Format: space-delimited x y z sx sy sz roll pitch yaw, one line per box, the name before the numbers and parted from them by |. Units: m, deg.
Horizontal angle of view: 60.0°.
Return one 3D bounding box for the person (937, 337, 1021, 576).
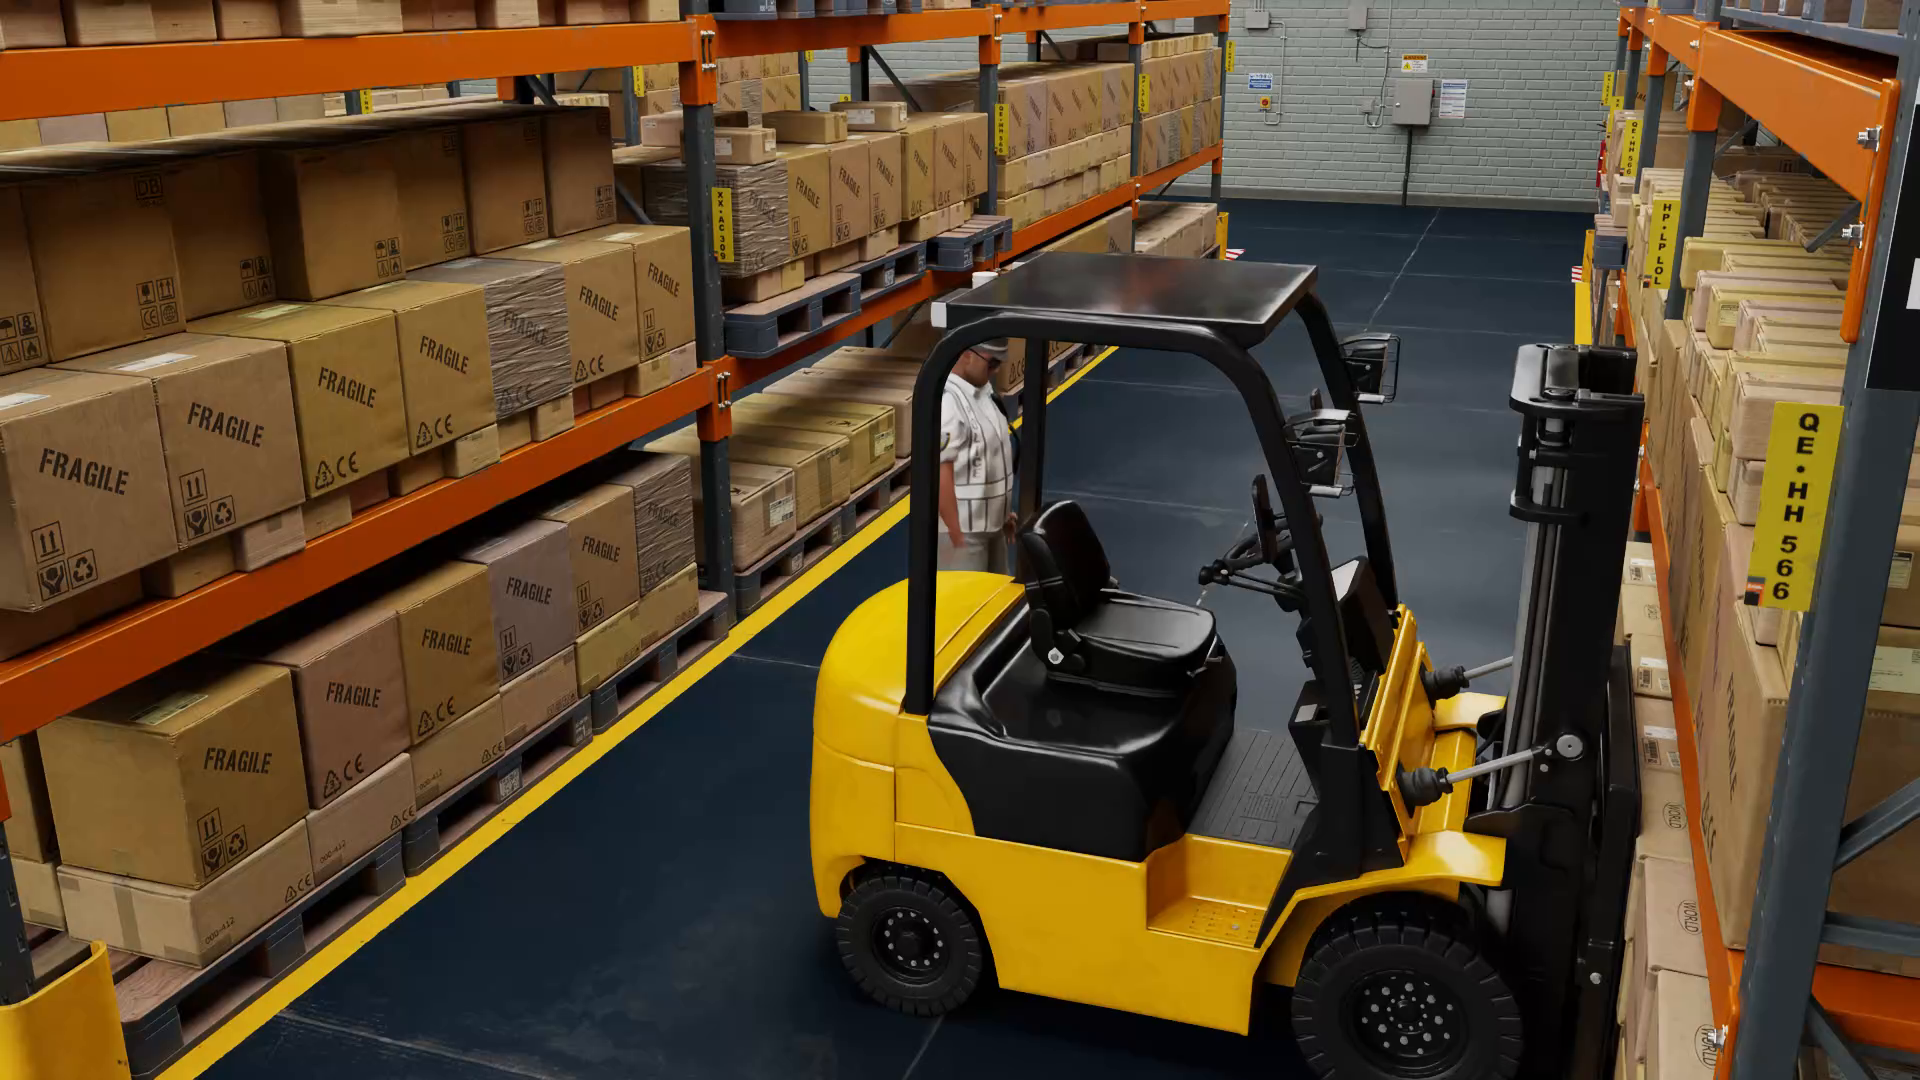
person | 0.022 -0.062 6.782 0.392 1.731 0.538 7 20 19
